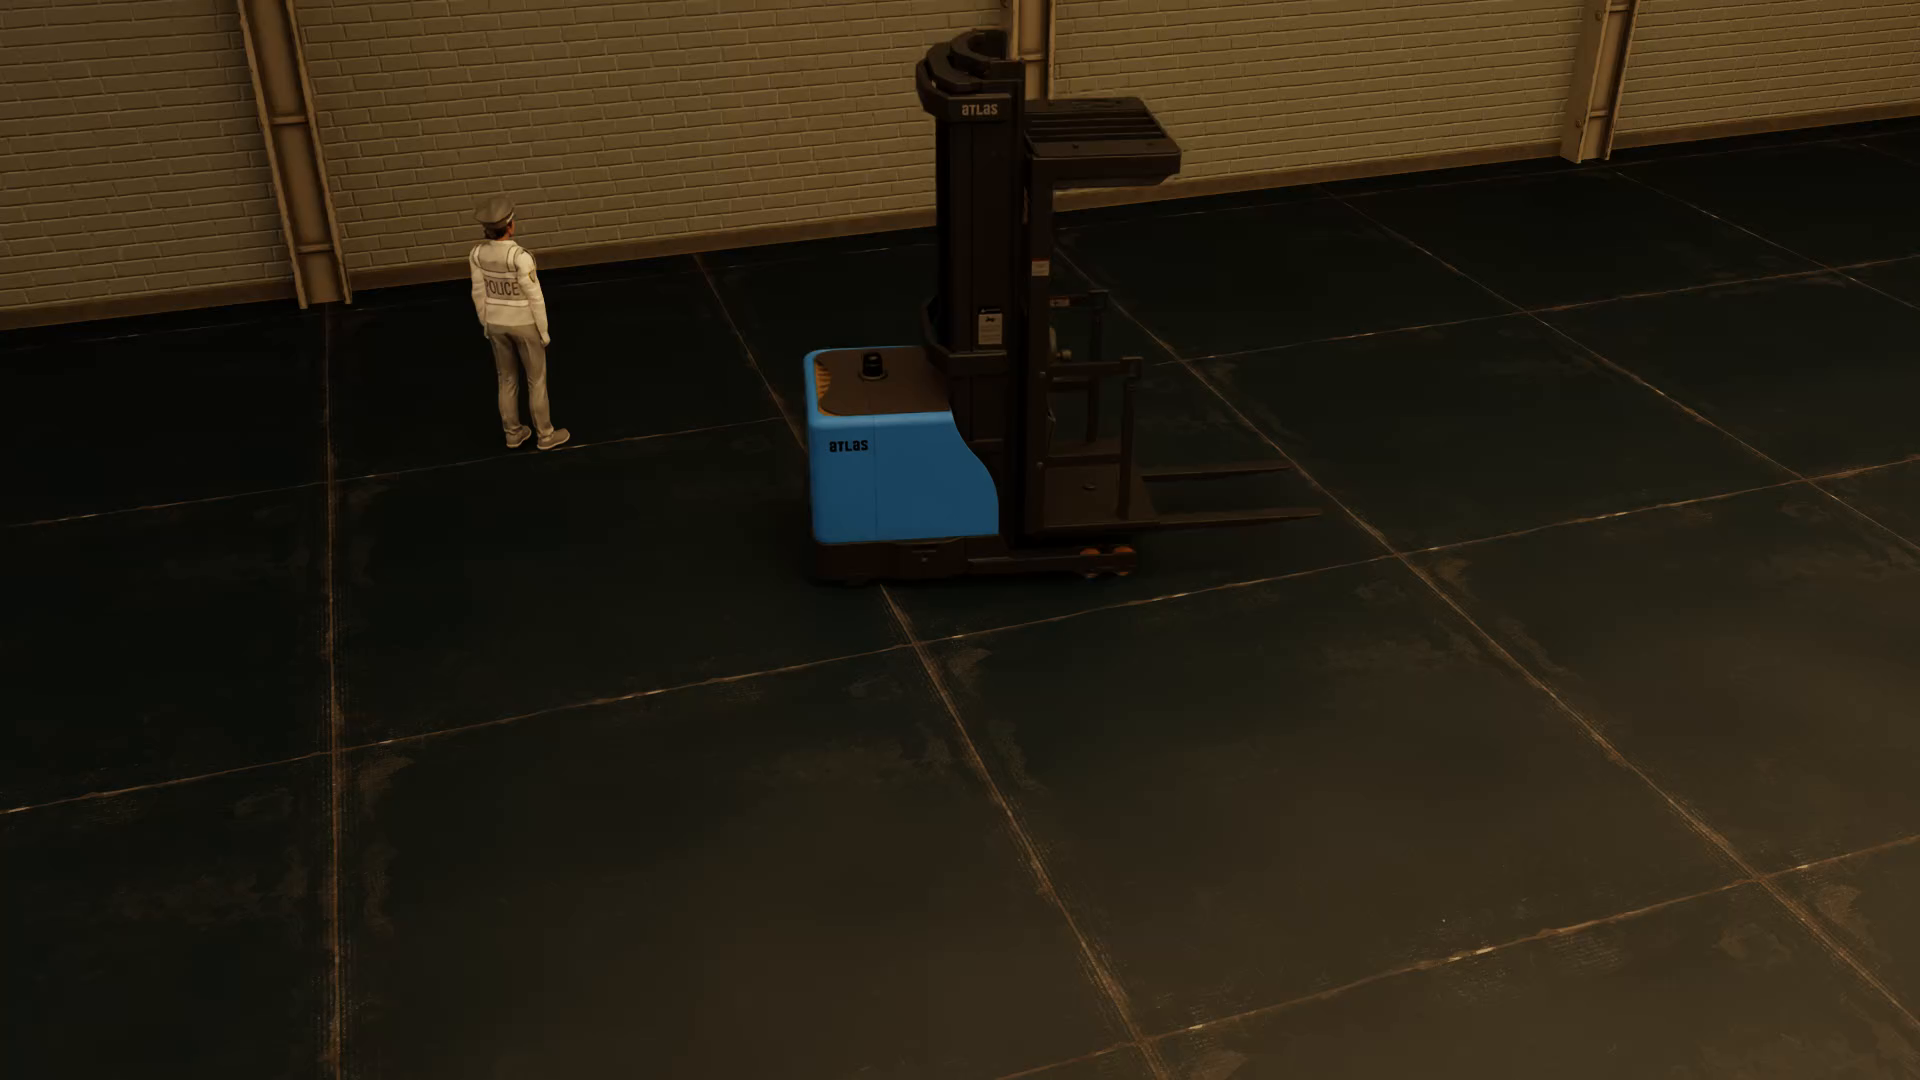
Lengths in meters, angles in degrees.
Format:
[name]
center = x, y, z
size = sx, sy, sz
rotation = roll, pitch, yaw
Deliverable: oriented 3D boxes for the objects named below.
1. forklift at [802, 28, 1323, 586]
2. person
[forklift]
center = 0.612, -1.313, 9.369
size = 3.031, 2.935, 1.130
rotation = -3, 30, -6
[person]
center = -2.871, -1.386, 10.744
size = 0.469, 1.691, 0.332
rotation = 7, 31, 13
